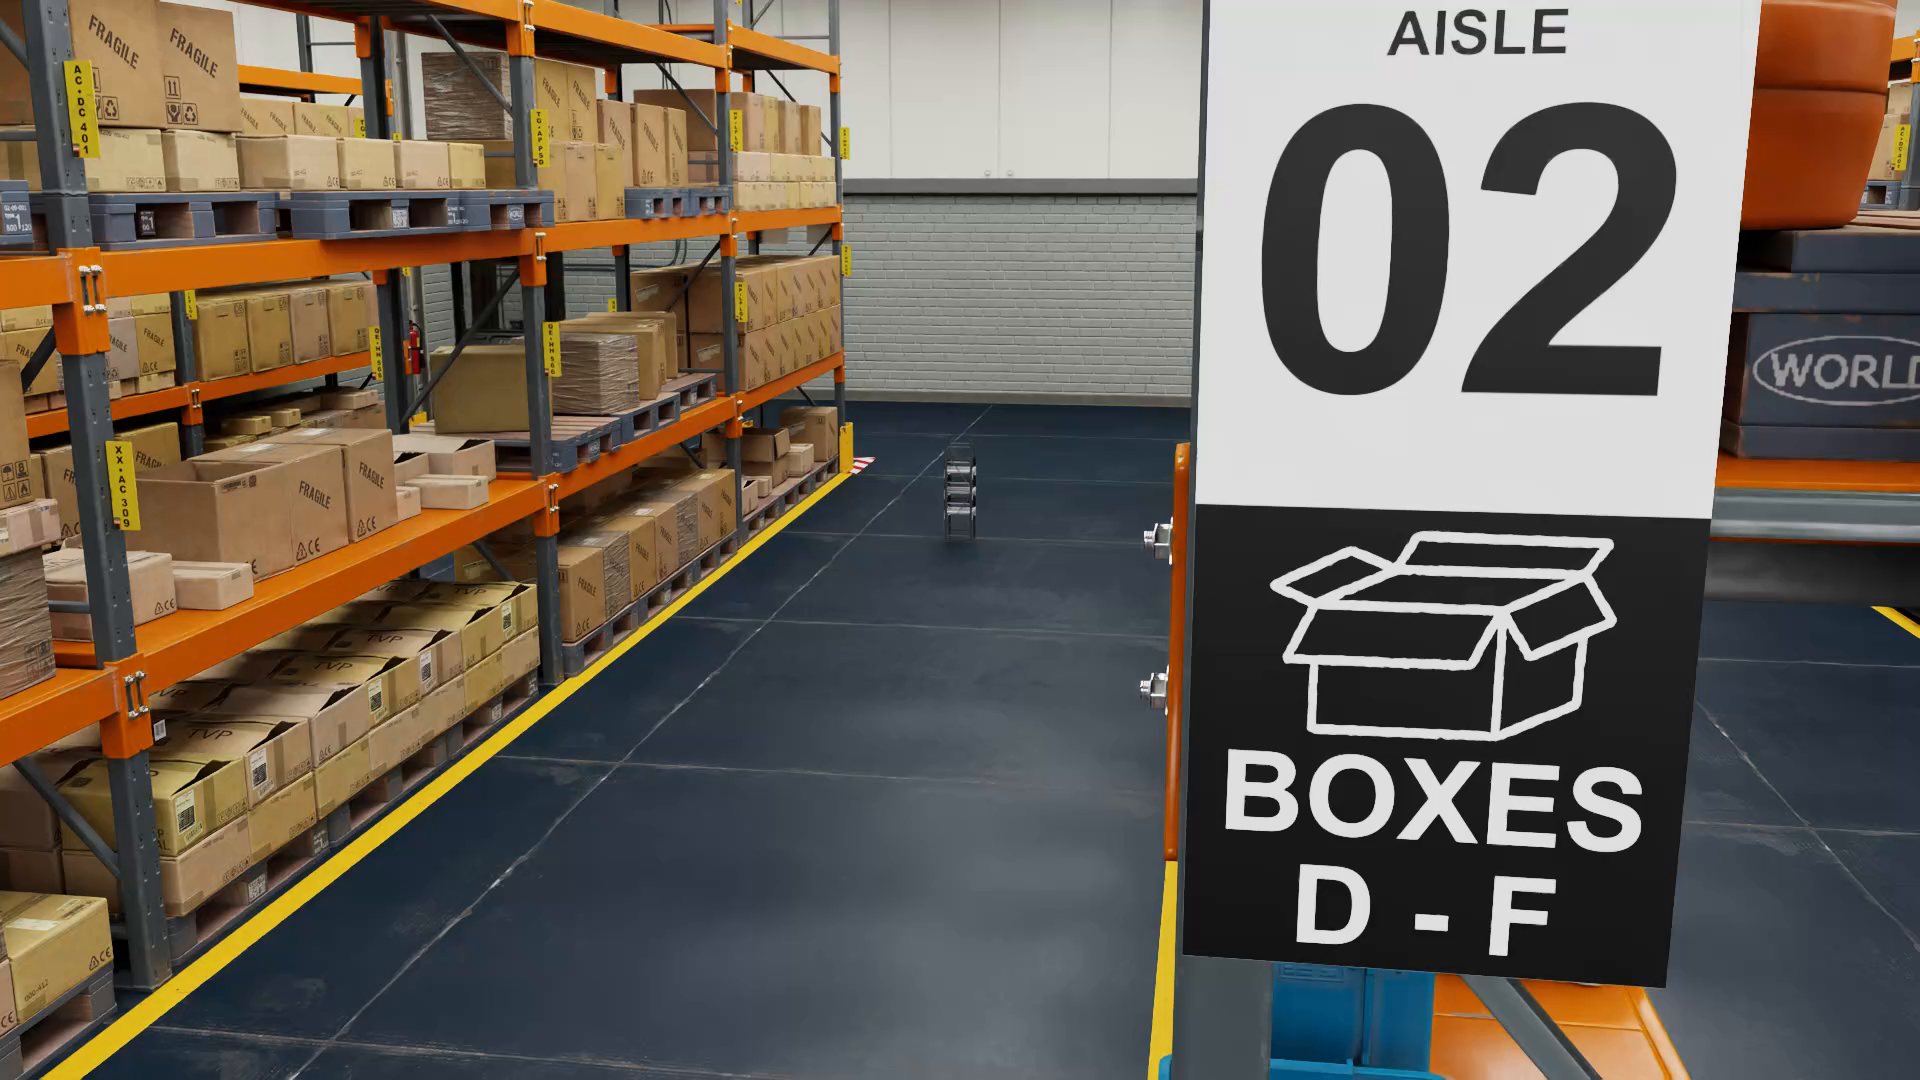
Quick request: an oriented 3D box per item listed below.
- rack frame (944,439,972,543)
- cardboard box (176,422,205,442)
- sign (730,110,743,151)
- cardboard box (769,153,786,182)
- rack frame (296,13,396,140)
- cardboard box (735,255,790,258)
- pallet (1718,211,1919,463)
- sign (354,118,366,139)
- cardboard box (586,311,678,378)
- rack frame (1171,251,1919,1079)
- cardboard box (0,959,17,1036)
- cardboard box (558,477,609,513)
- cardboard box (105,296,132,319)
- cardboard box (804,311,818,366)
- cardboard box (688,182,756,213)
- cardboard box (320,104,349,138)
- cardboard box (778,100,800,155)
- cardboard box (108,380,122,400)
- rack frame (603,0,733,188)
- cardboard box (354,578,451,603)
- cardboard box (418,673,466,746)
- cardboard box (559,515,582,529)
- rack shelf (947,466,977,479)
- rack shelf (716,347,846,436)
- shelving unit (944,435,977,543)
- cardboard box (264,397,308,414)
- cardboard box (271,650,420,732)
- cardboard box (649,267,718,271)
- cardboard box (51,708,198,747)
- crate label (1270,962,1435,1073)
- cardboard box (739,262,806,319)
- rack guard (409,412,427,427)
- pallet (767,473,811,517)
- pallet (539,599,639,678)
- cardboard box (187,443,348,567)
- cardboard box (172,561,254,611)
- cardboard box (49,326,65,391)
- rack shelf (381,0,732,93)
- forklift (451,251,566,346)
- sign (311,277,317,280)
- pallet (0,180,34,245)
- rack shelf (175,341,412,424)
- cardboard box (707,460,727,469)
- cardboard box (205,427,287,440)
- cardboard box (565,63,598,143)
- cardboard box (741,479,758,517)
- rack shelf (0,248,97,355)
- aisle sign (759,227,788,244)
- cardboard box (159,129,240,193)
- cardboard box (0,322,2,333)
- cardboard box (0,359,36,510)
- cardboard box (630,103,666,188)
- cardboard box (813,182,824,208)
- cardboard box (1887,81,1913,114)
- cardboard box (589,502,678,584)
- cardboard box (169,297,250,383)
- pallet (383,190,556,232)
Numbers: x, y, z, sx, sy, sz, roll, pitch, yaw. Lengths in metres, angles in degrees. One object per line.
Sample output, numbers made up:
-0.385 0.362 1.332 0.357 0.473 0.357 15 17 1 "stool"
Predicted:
-0.014 -0.420 14.308 0.240 0.900 0.006 2 12 9 "rack frame"
-7.257 -1.006 15.439 0.380 0.149 0.250 2 12 8 "cardboard box"
-1.810 -3.312 13.458 0.100 0.325 0.005 2 12 9 "sign"
-1.875 -3.356 14.994 0.500 0.250 0.500 2 12 9 "cardboard box"
-6.639 -5.342 17.923 1.000 3.000 0.127 2 12 9 "rack frame"
-2.073 -2.704 17.309 0.500 0.500 0.500 2 12 10 "cardboard box"
0.913 -0.301 2.099 1.003 0.211 1.213 2 12 9 "pallet"
-3.510 -2.322 9.800 0.100 0.325 0.005 2 12 9 "sign"
-2.653 -1.580 13.472 0.700 0.500 0.500 -2 12 -10 "cardboard box"
0.689 1.242 1.611 1.000 3.000 0.127 2 12 9 "rack frame"
-3.532 1.594 5.506 0.500 0.250 0.500 2 12 9 "cardboard box"
-2.905 -0.372 12.207 0.500 0.250 0.500 2 12 8 "cardboard box"
-7.162 -1.936 13.586 0.500 0.250 0.500 2 12 10 "cardboard box"
-1.702 -1.985 16.347 0.500 0.500 0.500 2 12 9 "cardboard box"
-2.040 -2.904 14.083 0.500 0.250 0.500 2 12 9 "cardboard box"
-6.570 -4.159 16.891 0.500 0.500 0.500 2 12 10 "cardboard box"
-1.939 -3.938 15.914 0.700 0.500 0.500 2 12 9 "cardboard box"
-7.109 -1.222 13.592 0.380 0.149 0.250 2 12 9 "cardboard box"
-2.359 -4.350 13.318 1.000 3.000 0.127 2 12 9 "rack frame"
-3.345 0.379 9.811 0.500 0.311 0.500 2 12 11 "cardboard box"
-2.970 0.884 8.803 0.500 0.250 0.500 2 12 10 "cardboard box"
-2.983 0.112 11.742 0.500 0.500 0.500 1 12 7 "cardboard box"
0.001 -0.585 14.376 0.258 0.077 0.200 2 12 9 "rack shelf"
-2.052 -1.482 15.958 1.077 0.370 4.000 2 12 9 "rack shelf"
0.001 -0.442 14.406 0.258 0.900 0.210 2 12 9 "shelving unit"
-6.981 -1.383 17.189 0.380 0.149 0.250 2 12 9 "cardboard box"
-3.045 0.715 8.256 0.500 0.311 0.500 2 12 10 "cardboard box"
-2.461 -2.175 14.857 0.500 0.500 0.500 2 12 8 "cardboard box"
-3.737 0.911 7.347 0.500 0.311 0.500 2 12 10 "cardboard box"
0.705 0.833 3.426 0.502 0.435 0.616 2 12 9 "crate label"
-1.772 -2.366 15.741 0.500 0.500 0.500 2 12 10 "cardboard box"
-6.636 -1.193 18.842 1.175 0.500 0.348 2 12 9 "rack guard"
-2.067 -0.452 16.089 1.003 0.211 1.213 2 12 9 "pallet"
-2.822 0.624 11.096 1.003 0.211 1.213 2 12 9 "pallet"
-3.297 -0.174 7.944 0.500 0.500 0.500 2 12 9 "cardboard box"
-3.251 0.193 7.075 0.380 0.149 0.250 2 12 9 "cardboard box"
-7.231 -1.466 13.185 0.500 0.500 0.500 2 12 9 "cardboard box"
-2.667 -3.387 11.504 1.077 0.370 4.000 2 12 9 "rack shelf"
-4.529 -1.871 16.220 1.130 2.935 3.031 3 12 12 "forklift"
-7.187 -2.891 18.545 0.100 0.325 0.005 2 12 9 "sign"
-3.695 -0.997 5.088 1.003 0.211 1.213 2 12 9 "pallet"
-6.947 -1.642 16.699 1.077 0.370 4.000 2 12 9 "rack shelf"
-2.437 -0.602 15.505 0.500 0.311 0.500 2 12 9 "cardboard box"
-6.958 -0.817 16.102 0.700 0.500 0.500 2 12 8 "cardboard box"
-2.744 -2.892 11.060 0.500 0.500 0.500 2 12 9 "cardboard box"
-2.081 -0.398 14.560 0.500 0.311 0.500 2 12 9 "cardboard box"
-3.897 -0.450 4.051 1.077 0.370 4.000 2 12 9 "rack shelf"
-2.024 -3.545 17.650 0.394 0.787 0.004 2 12 9 "aisle sign"
-3.404 -1.593 7.003 0.500 0.250 0.500 1 12 3 "cardboard box"
-7.390 -1.617 12.107 0.500 0.250 0.500 2 12 9 "cardboard box"
-3.652 -0.343 5.646 0.700 0.500 0.500 2 12 9 "cardboard box"
-2.590 -2.944 12.445 0.600 0.600 0.600 2 12 8 "cardboard box"
-1.650 -3.424 16.497 0.500 0.250 0.500 2 12 9 "cardboard box"
7.580 -3.427 12.904 0.500 0.250 0.500 1 12 5 "cardboard box"
-2.390 0.014 12.195 0.500 0.500 0.500 1 12 7 "cardboard box"
-7.155 -1.836 15.181 0.980 0.700 0.700 2 12 10 "cardboard box"
-2.990 -1.815 9.122 1.213 0.211 1.003 2 12 11 "pallet"
